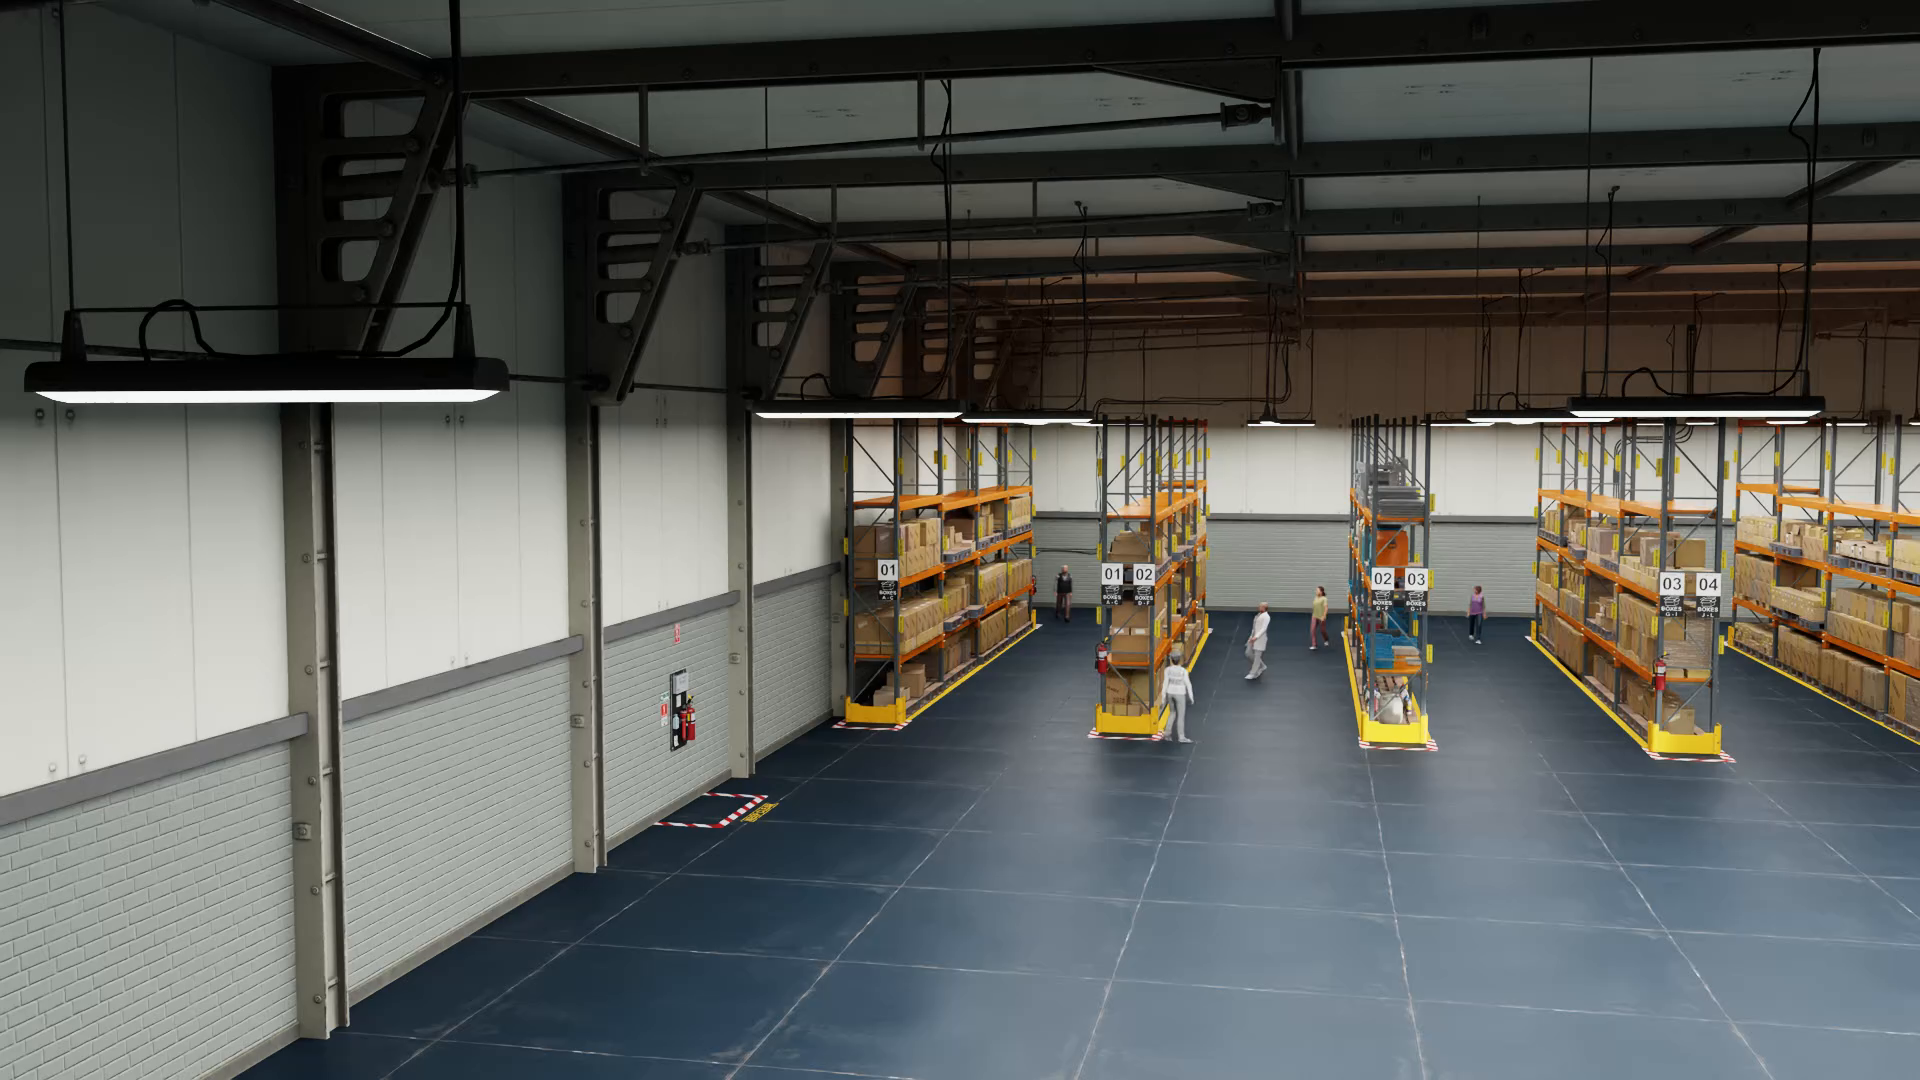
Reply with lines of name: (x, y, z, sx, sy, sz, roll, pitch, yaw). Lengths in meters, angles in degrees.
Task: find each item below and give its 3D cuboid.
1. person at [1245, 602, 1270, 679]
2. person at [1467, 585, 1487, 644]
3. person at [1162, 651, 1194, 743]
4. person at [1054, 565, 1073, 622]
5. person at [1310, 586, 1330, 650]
person: (6.812, 2.349, 38.215, 0.655, 1.662, 0.657, -2, 4, -26)
person: (13.822, 1.975, 44.502, 0.506, 1.556, 0.823, 1, 4, 9)
person: (3.971, 2.869, 30.335, 0.537, 1.687, 0.454, 4, 5, 45)
person: (3.071, 1.585, 49.433, 0.576, 1.684, 0.990, 0, 4, -5)
person: (9.368, 2.018, 43.246, 0.457, 1.625, 0.861, 2, 4, 31)
